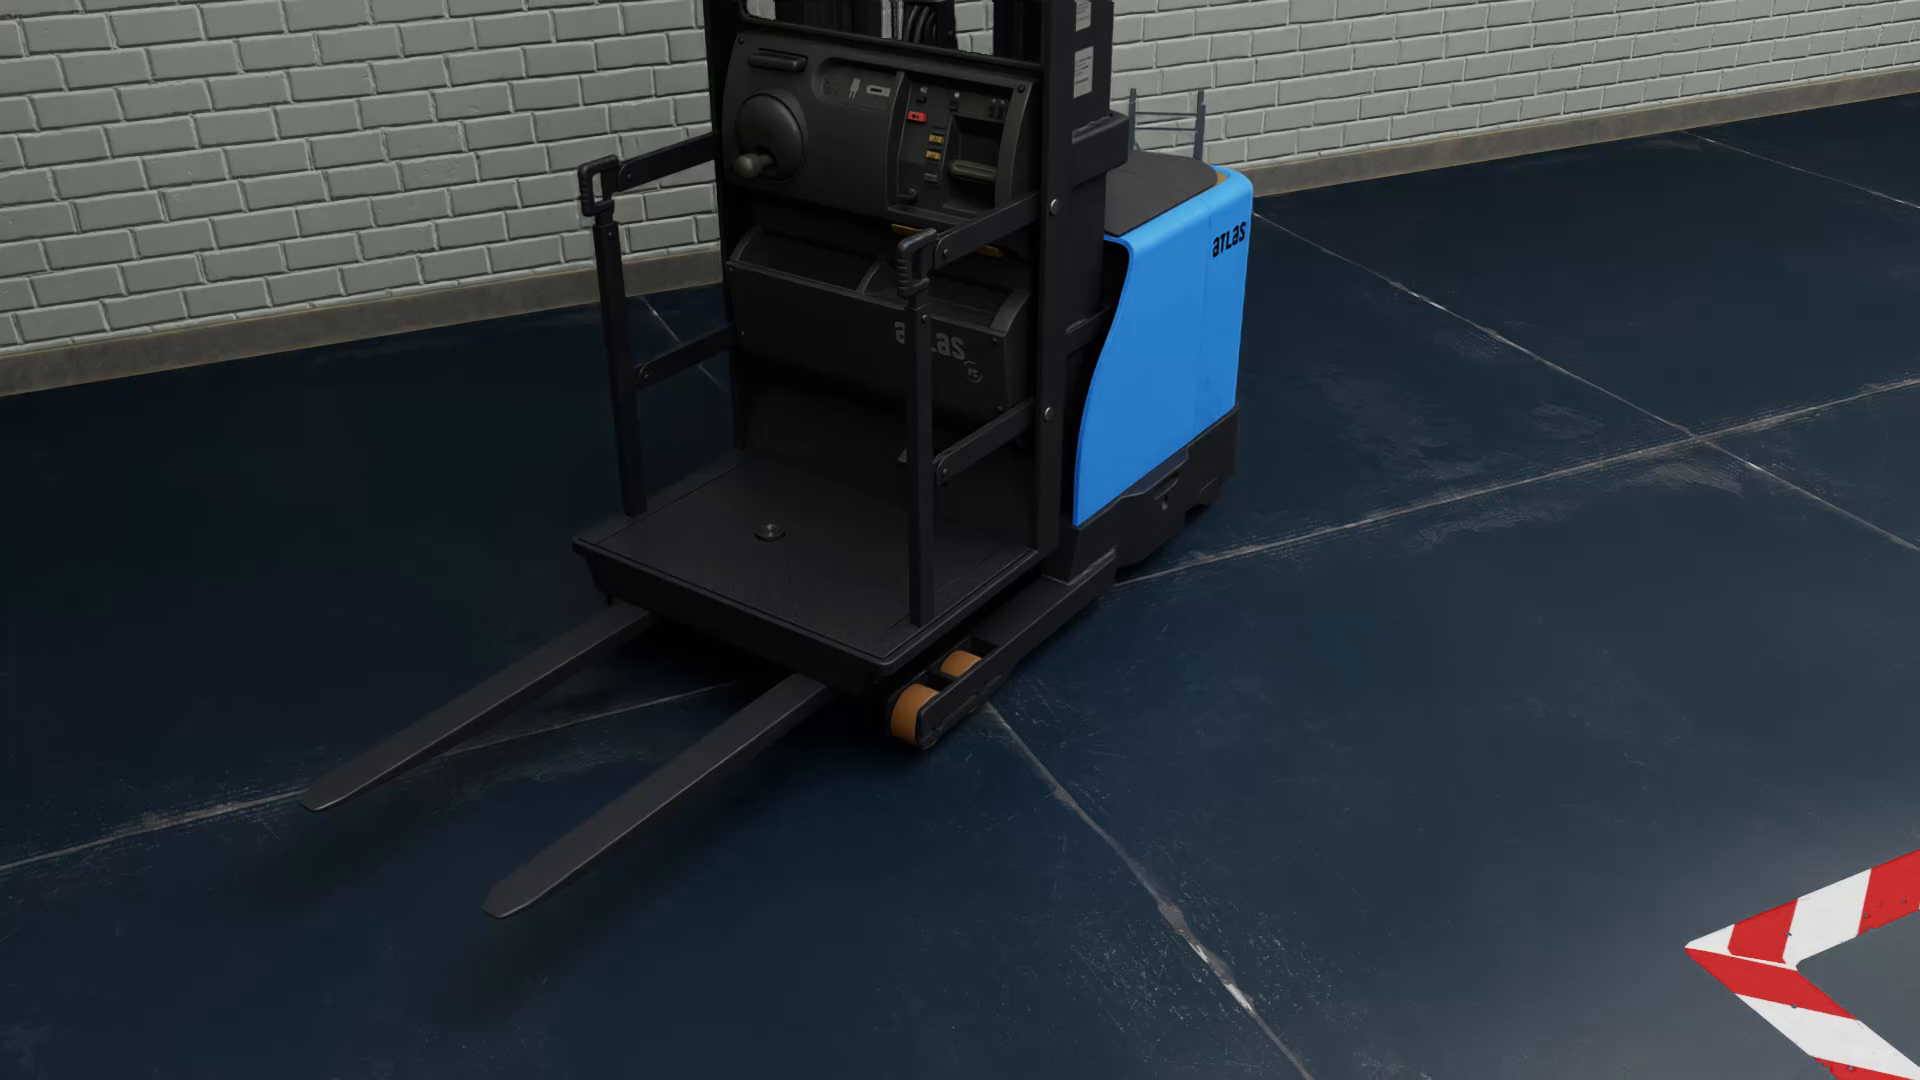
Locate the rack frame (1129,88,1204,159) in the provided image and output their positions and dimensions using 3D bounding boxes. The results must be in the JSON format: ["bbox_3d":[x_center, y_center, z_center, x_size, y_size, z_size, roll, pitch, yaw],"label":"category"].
[{"bbox_3d":[0.675,-0.945,5.709,0.240,1.200,0.006,3,29,5],"label":"rack frame"}]

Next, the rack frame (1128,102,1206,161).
[{"bbox_3d":[0.657,-0.856,5.550,0.240,1.200,0.006,3,29,5],"label":"rack frame"}]

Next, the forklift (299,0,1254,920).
[{"bbox_3d":[-0.349,-1.007,4.048,1.130,2.935,3.031,19,34,30],"label":"forklift"}]

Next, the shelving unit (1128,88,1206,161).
[{"bbox_3d":[0.666,-0.901,5.629,0.258,1.200,0.189,3,29,5],"label":"shelving unit"}]
